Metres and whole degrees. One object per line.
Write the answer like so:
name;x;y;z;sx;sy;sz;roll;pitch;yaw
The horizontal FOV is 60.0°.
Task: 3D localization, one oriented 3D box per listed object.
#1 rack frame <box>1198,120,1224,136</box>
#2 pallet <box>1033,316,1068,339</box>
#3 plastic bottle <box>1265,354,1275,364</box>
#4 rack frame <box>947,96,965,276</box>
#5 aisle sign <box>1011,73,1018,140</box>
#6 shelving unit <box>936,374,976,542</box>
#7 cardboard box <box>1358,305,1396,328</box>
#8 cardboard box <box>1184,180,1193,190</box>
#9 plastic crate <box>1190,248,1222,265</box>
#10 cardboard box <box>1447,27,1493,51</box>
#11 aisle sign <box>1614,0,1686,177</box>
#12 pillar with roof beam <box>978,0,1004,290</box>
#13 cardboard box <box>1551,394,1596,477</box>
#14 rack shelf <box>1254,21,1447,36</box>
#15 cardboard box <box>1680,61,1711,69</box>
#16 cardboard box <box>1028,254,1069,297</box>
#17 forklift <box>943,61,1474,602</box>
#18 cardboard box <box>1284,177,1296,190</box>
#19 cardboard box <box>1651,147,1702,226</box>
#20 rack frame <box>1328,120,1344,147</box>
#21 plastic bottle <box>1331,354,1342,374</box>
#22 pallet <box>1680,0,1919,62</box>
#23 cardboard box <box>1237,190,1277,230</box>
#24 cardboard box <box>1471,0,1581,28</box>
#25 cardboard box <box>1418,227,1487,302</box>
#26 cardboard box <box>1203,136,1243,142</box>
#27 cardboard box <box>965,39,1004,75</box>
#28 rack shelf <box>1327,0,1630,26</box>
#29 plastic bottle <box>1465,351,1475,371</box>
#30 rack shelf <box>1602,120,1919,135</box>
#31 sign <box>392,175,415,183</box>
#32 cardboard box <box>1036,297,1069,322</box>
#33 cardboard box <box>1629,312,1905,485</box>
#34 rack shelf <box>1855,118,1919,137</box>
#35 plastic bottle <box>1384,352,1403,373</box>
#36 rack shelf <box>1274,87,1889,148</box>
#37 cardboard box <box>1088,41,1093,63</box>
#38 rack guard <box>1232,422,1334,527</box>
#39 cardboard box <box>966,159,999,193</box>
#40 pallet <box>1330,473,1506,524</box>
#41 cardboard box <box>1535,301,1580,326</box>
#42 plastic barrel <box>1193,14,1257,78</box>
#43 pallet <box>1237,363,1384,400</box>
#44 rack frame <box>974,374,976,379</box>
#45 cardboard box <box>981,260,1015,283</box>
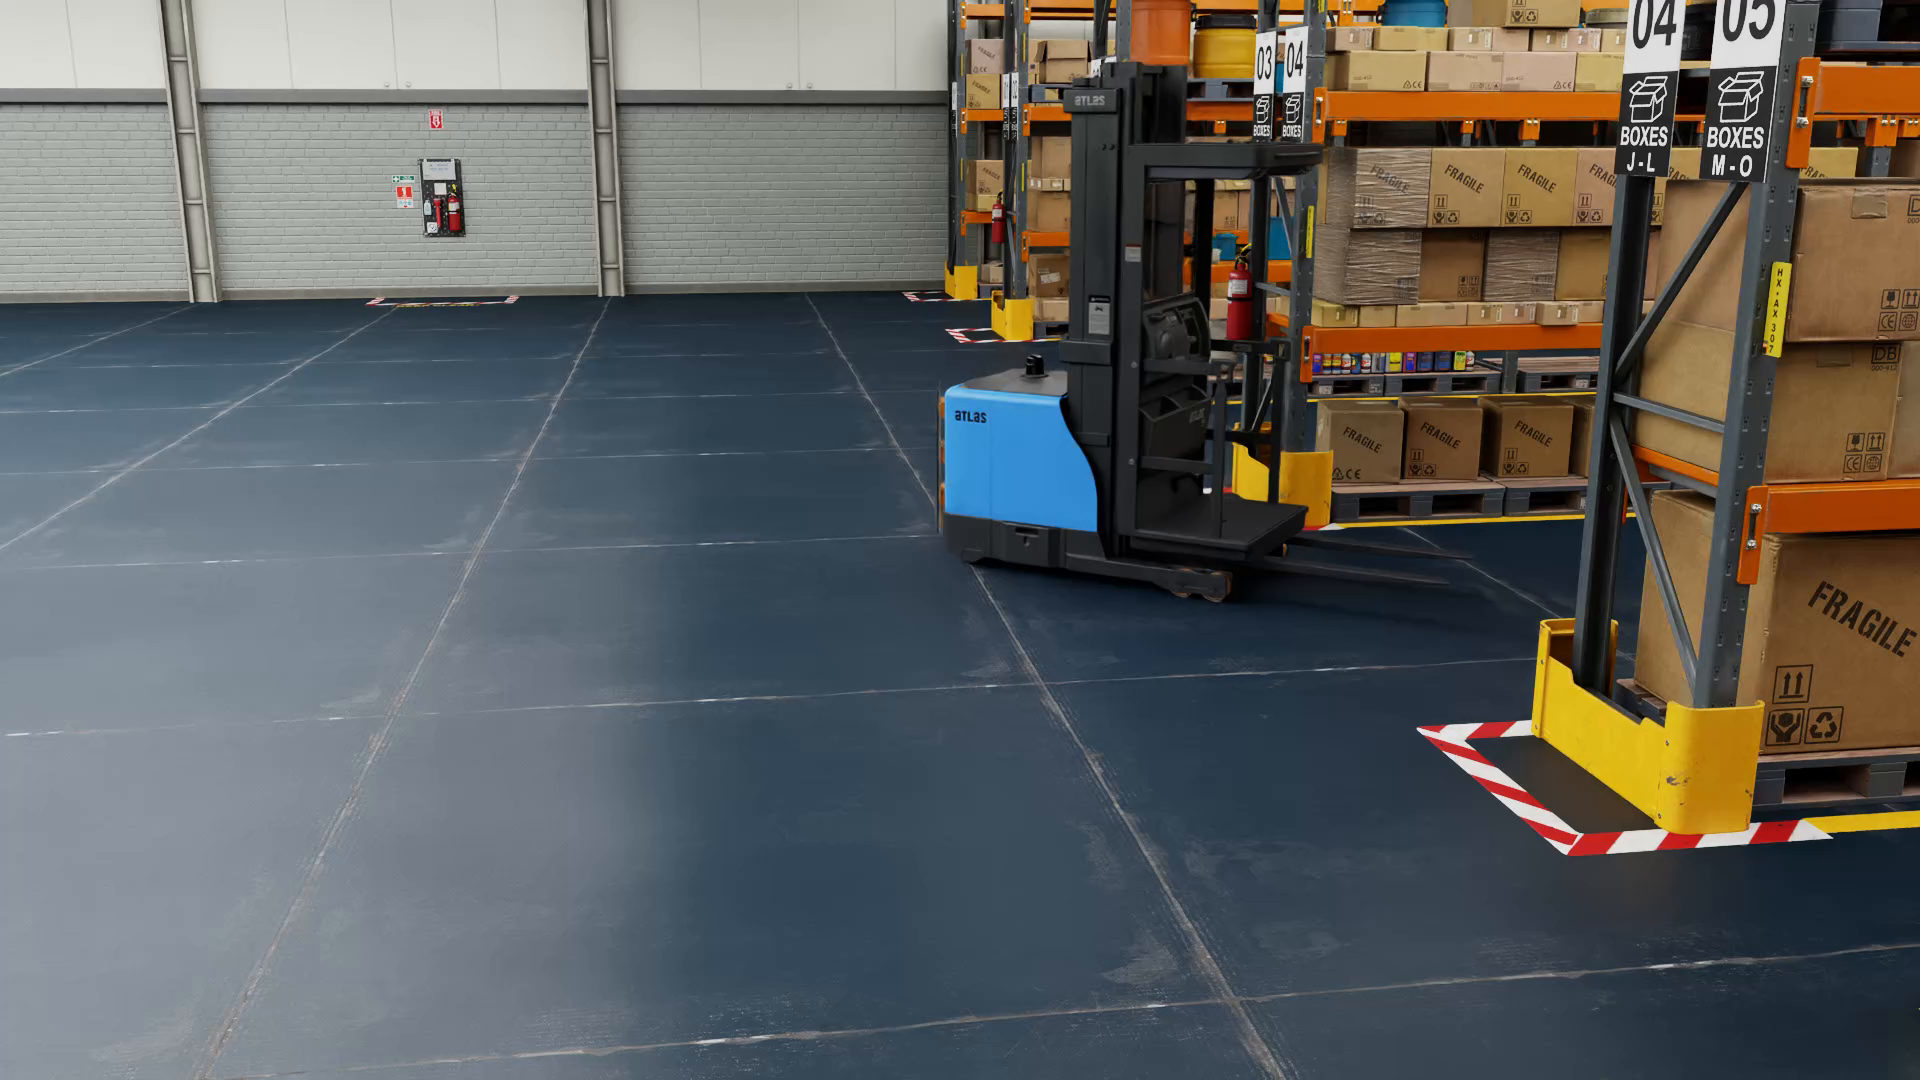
rack frame;3.897;-5.402;26.095;0.127;3.000;1.000;-2;14;-8
pallet;1.433;-2.751;21.256;1.213;0.211;1.003;-2;14;-8
plastic bottle;3.168;-1.902;16.987;0.097;0.201;0.097;0;14;0
rack frame;-0.059;-5.257;25.517;0.127;3.000;1.000;-2;14;-8
aisle sign;0.664;-5.250;20.147;0.004;0.787;0.394;-2;14;-8
shelving unit;-0.014;-0.521;10.642;0.252;1.050;0.215;-2;14;-7
cardboard box;2.722;-1.518;11.125;0.250;0.149;0.380;-2;14;-8
cardboard box;2.883;-4.456;20.785;0.250;0.149;0.380;-2;14;-6
plastic crate;2.350;-2.701;15.867;0.250;0.136;0.298;-2;14;-8
cardboard box;3.244;-3.230;10.757;0.250;0.149;0.380;-2;14;-6
aisle sign;2.679;-1.816;6.453;0.004;0.787;0.394;-2;14;-8
pillar with roof beam;1.146;-7.365;21.589;0.400;9.000;9.100;-2;14;-8
cardboard box;4.541;-0.750;11.821;0.500;0.500;0.500;-3;14;-13
rack shelf;5.874;-7.841;25.790;4.000;0.370;1.077;-2;14;-8
cardboard box;4.677;-3.094;11.035;0.500;0.250;0.500;-2;14;-9
cardboard box;1.169;-3.390;21.321;0.500;0.500;0.500;-2;14;-8
forklift;1.435;-1.221;9.564;3.031;2.935;1.130;8;16;28
cardboard box;4.157;-4.504;20.975;0.250;0.149;0.380;-2;14;-9
cardboard box;4.718;-2.386;11.198;0.500;0.500;0.500;-2;14;-8
rack frame;4.638;-4.210;21.344;0.127;3.000;1.000;-2;14;-8
plastic bottle;3.694;-1.771;16.320;0.097;0.271;0.097;0;14;0
pallet;3.526;-1.927;6.255;1.213;0.211;1.003;-2;14;-8
cardboard box;3.680;-4.221;21.179;0.500;0.500;0.700;-2;14;-9
cardboard box;3.663;-3.562;10.746;0.500;0.500;0.500;-2;14;-9
cardboard box;3.180;-1.936;11.456;0.500;0.500;0.875;-2;14;-8
cardboard box;3.206;-4.834;20.958;0.500;0.500;0.700;-2;14;-8
cardboard box;0.358;-7.211;24.839;0.500;0.500;0.500;-3;14;-12
rack shelf;6.616;-6.650;21.040;4.000;0.370;1.077;-2;14;-8
plastic bottle;5.060;-1.787;16.528;0.097;0.201;0.097;0;14;0
rack shelf;10.571;-5.534;21.934;4.000;0.370;1.077;-2;14;-8
sign;-8.434;-5.470;25.203;0.331;0.109;0.001;-2;14;-8
cardboard box;1.246;-2.901;20.914;0.500;0.250;0.500;-2;14;-8
cardboard box;3.154;-0.583;6.571;0.550;0.550;0.875;-2;14;-8
rack shelf;11.306;-4.342;17.182;4.000;0.370;1.077;-2;14;-8
plastic bottle;4.270;-1.836;16.418;0.185;0.351;0.144;-2;14;-9
rack shelf;4.133;-2.861;11.276;4.000;0.370;1.077;-2;14;-8
cardboard box;1.856;-7.385;25.534;0.500;0.500;0.500;-2;14;-8
rack guard;2.230;-0.473;11.579;0.348;0.500;1.175;-2;14;-8
cardboard box;0.376;-5.626;25.714;0.500;0.500;0.500;-2;14;-9
pallet;3.039;-0.354;11.698;1.213;0.211;1.003;-2;14;-8
cardboard box;3.970;-1.545;11.231;0.250;0.149;0.380;-2;14;-8
plastic barrel;2.526;-4.696;15.862;0.600;0.588;0.600;0;14;0
pallet;3.493;-1.607;16.695;1.213;0.211;1.003;-2;14;-8
rack frame;0.107;-0.525;10.657;0.008;1.050;0.200;-2;14;-7
cardboard box;0.639;-4.170;25.804;0.500;0.311;0.500;-4;15;-15
